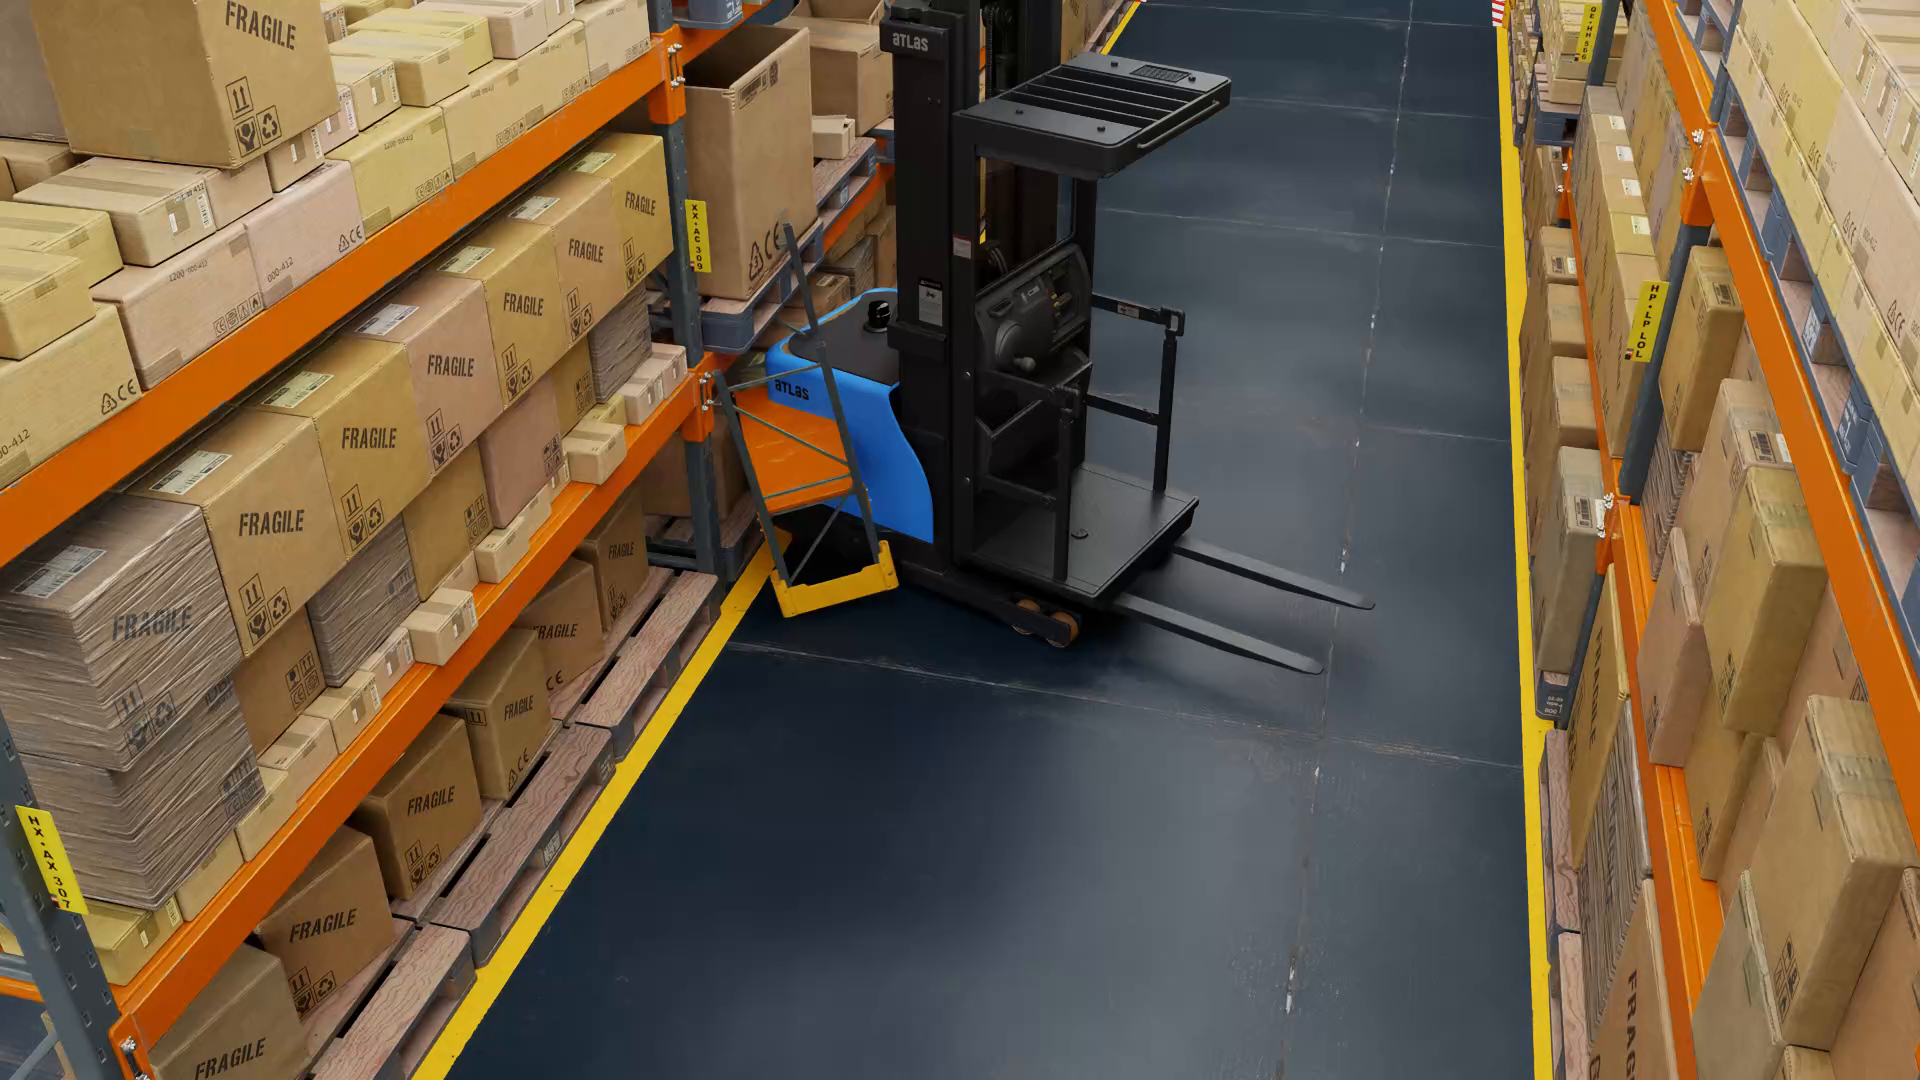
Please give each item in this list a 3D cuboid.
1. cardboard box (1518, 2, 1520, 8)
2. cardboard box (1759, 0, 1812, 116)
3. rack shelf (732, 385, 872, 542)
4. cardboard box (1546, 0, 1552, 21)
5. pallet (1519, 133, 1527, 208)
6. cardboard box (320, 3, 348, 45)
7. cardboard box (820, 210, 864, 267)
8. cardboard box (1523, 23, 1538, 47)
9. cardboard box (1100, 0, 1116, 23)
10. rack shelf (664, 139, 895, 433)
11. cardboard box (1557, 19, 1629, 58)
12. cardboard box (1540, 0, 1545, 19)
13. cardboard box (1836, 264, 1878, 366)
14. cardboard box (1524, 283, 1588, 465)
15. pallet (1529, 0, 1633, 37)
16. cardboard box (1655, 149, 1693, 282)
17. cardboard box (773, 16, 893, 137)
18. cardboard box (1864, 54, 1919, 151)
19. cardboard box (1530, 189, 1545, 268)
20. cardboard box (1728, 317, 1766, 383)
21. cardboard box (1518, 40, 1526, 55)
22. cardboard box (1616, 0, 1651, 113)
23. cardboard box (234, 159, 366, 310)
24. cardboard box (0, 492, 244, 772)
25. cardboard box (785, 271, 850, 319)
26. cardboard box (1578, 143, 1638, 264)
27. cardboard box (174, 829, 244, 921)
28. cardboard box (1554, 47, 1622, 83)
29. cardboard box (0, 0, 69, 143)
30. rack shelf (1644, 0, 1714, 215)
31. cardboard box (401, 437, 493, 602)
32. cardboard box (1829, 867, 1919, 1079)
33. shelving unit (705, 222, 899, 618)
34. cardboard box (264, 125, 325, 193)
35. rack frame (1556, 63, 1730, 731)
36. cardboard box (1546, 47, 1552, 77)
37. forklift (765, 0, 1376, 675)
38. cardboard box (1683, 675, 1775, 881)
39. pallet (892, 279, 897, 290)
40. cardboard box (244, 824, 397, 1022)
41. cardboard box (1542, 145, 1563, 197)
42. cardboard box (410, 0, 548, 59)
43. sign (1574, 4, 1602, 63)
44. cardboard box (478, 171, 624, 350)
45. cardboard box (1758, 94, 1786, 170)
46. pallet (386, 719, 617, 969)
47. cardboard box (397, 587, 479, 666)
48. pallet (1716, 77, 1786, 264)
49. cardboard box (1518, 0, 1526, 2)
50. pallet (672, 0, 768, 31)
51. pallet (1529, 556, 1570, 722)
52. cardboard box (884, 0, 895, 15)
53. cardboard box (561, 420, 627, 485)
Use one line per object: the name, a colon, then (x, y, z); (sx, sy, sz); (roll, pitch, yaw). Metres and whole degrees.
cardboard box: (5.645, -5.250, 16.201); (0.380, 0.149, 0.250); (8, 33, 12)
cardboard box: (2.584, -1.364, 4.682); (0.500, 0.250, 0.500); (8, 33, 12)
rack shelf: (-0.785, -0.444, 8.146); (0.538, 0.185, 1.000); (-15, 43, -3)
cardboard box: (4.130, -3.555, 11.111); (0.380, 0.149, 0.250); (9, 34, 14)
pallet: (4.939, -2.865, 13.060); (1.003, 0.211, 1.213); (8, 33, 12)
cardboard box: (-2.311, -1.721, 5.634); (0.380, 0.149, 0.250); (7, 33, 11)
cardboard box: (-0.918, -1.917, 10.190); (0.500, 0.250, 0.500); (12, 34, 18)
cardboard box: (5.177, -4.436, 14.644); (0.380, 0.149, 0.250); (6, 33, 10)
cardboard box: (1.062, -5.715, 16.532); (0.875, 0.875, 0.875); (8, 33, 12)
rack shelf: (-1.159, -1.756, 9.387); (1.077, 0.370, 4.000); (8, 33, 12)
cardboard box: (3.801, -3.009, 9.976); (0.380, 0.149, 0.250); (7, 33, 10)
cardboard box: (4.264, -3.697, 11.612); (0.380, 0.149, 0.250); (7, 33, 12)
cardboard box: (2.169, -0.476, 3.656); (0.380, 0.149, 0.250); (8, 33, 13)
cardboard box: (3.660, -0.840, 8.981); (1.050, 0.750, 0.750); (9, 33, 13)
pallet: (4.801, -3.988, 12.406); (1.003, 0.211, 1.213); (8, 33, 12)
cardboard box: (3.354, -1.284, 6.949); (0.700, 0.500, 0.500); (7, 33, 12)
cardboard box: (-0.795, -2.728, 9.761); (0.700, 0.500, 0.500); (13, 35, 19)
cardboard box: (2.234, -0.947, 3.654); (0.380, 0.149, 0.250); (8, 33, 13)
cardboard box: (4.170, -2.138, 11.256); (0.500, 0.500, 0.500); (9, 34, 14)
cardboard box: (2.951, -0.325, 5.320); (0.875, 0.550, 0.550); (8, 33, 12)
cardboard box: (5.328, -4.463, 15.240); (0.380, 0.149, 0.250); (8, 33, 12)
cardboard box: (3.997, -2.603, 9.023); (0.700, 0.500, 0.500); (8, 33, 12)
cardboard box: (-2.055, -0.889, 4.696); (0.500, 0.250, 0.500); (8, 33, 12)
cardboard box: (-2.279, 0.216, 4.313); (0.500, 0.500, 0.500); (8, 33, 12)
cardboard box: (-1.068, -1.294, 9.909); (0.700, 0.500, 0.500); (11, 34, 16)
cardboard box: (3.490, -1.690, 8.520); (0.500, 0.500, 0.500); (8, 33, 12)
cardboard box: (-2.297, 0.917, 4.746); (0.380, 0.149, 0.250); (8, 33, 12)
cardboard box: (3.805, -2.885, 10.058); (0.380, 0.149, 0.250); (9, 33, 13)
cardboard box: (-2.533, -1.430, 4.571); (0.500, 0.500, 0.500); (8, 33, 12)
rack shelf: (3.613, -2.295, 7.438); (1.077, 0.370, 4.000); (8, 33, 12)
cardboard box: (-2.198, -0.183, 5.872); (0.875, 0.500, 0.500); (8, 33, 12)
cardboard box: (2.222, 1.075, 3.117); (0.875, 0.550, 0.550); (8, 33, 12)
shelving unit: (-0.815, -0.579, 8.031); (0.587, 1.500, 1.083); (-15, 43, -3)
cardboard box: (-2.026, -1.099, 4.655); (0.380, 0.149, 0.250); (7, 33, 10)
rack frame: (3.105, -0.294, 6.417); (1.000, 3.000, 0.127); (8, 33, 12)
cardboard box: (3.930, -3.022, 10.551); (0.380, 0.149, 0.250); (9, 33, 13)
forklift: (0.523, -1.050, 7.670); (3.031, 2.935, 1.130); (20, 37, 28)
cardboard box: (2.617, 0.677, 4.750); (0.875, 0.550, 0.500); (8, 33, 12)
pallet: (-0.852, -1.516, 10.938); (1.003, 0.211, 1.213); (8, 33, 12)
cardboard box: (-2.389, 1.295, 5.856); (0.500, 0.500, 0.500); (17, 36, 25)
cardboard box: (4.158, -2.463, 11.068); (0.500, 0.250, 0.500); (8, 33, 13)
cardboard box: (-1.651, -1.770, 5.711); (0.380, 0.149, 0.250); (7, 33, 11)
sign: (3.593, -2.894, 9.501); (0.100, 0.325, 0.005); (8, 33, 12)
cardboard box: (-1.641, -1.081, 6.352); (0.500, 0.500, 0.500); (8, 33, 12)
cardboard box: (2.491, -1.137, 4.696); (0.380, 0.149, 0.250); (8, 33, 12)
pallet: (-2.111, 1.143, 6.755); (1.003, 0.211, 1.213); (8, 33, 12)
cardboard box: (-1.905, 0.279, 5.749); (0.380, 0.149, 0.250); (8, 33, 12)
pallet: (2.887, -1.100, 4.971); (1.003, 0.211, 1.213); (8, 33, 12)
cardboard box: (5.547, -5.248, 15.921); (0.380, 0.149, 0.250); (8, 33, 12)
pallet: (-1.407, -2.515, 7.289); (1.213, 0.211, 1.003); (8, 33, 12)
pallet: (3.228, 0.472, 7.811); (1.003, 0.211, 1.213); (8, 33, 12)
cardboard box: (-0.265, -3.355, 11.139); (0.500, 0.500, 0.500); (9, 34, 14)
cardboard box: (-1.587, -0.370, 6.770); (0.380, 0.149, 0.250); (8, 33, 12)
